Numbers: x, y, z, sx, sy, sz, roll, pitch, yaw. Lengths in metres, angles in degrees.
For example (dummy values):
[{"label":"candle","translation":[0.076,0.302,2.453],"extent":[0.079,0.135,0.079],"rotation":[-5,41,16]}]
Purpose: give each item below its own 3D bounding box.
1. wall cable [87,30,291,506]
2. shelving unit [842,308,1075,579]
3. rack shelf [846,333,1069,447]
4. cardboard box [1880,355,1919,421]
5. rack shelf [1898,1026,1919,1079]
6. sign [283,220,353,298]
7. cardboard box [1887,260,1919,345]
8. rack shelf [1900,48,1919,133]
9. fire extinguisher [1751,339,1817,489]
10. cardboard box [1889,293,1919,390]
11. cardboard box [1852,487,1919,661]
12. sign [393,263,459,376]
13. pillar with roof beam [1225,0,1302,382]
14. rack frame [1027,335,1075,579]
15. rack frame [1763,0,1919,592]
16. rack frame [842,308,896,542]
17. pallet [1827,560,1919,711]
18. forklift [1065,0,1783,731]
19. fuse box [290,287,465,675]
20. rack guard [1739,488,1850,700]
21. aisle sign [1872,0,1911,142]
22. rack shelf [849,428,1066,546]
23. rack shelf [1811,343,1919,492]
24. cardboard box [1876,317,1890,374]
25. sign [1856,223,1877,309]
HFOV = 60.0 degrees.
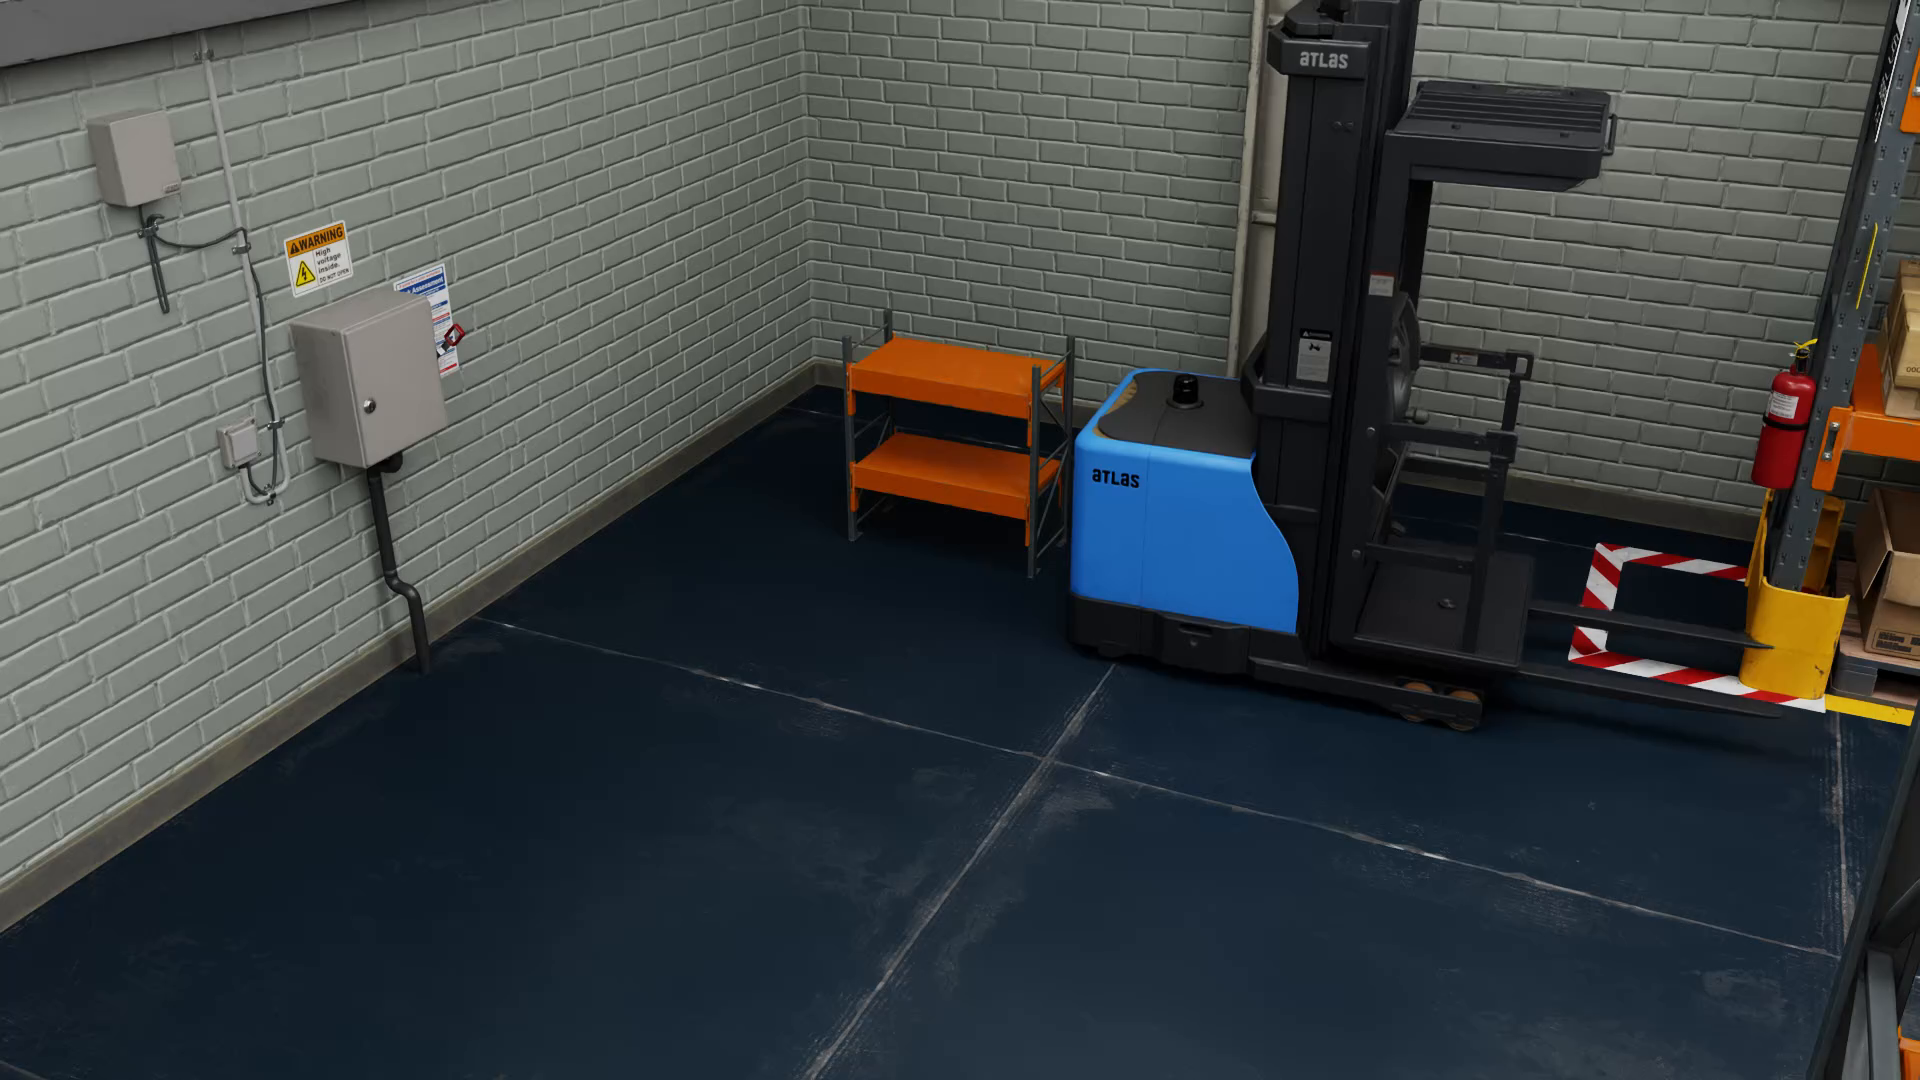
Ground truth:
[{"label":"wall cable","translation":[-2.810,-0.965,6.165],"extent":[0.122,1.984,0.588],"rotation":[11,28,22]},{"label":"shelving unit","translation":[-0.006,-0.506,8.504],"extent":[1.048,1.125,0.538],"rotation":[11,28,22]},{"label":"rack shelf","translation":[-0.006,-0.768,8.375],"extent":[1.000,0.278,0.538],"rotation":[11,28,22]},{"label":"cardboard box","translation":[3.993,-0.629,6.916],"extent":[0.250,0.149,0.380],"rotation":[11,28,21]},{"label":"rack shelf","translation":[3.577,1.773,2.568],"extent":[4.000,0.370,1.077],"rotation":[11,28,22]},{"label":"sign","translation":[-2.596,-1.141,6.737],"extent":[0.001,0.242,0.339],"rotation":[11,28,22]},{"label":"cardboard box","translation":[4.336,-1.001,7.220],"extent":[0.500,0.250,0.500],"rotation":[12,29,23]},{"label":"rack shelf","translation":[5.628,-1.570,5.961],"extent":[4.000,0.370,1.077],"rotation":[11,28,22]},{"label":"fire extinguisher","translation":[3.482,-0.551,6.984],"extent":[0.183,0.674,0.296],"rotation":[11,28,22]},{"label":"cardboard box","translation":[4.109,-0.787,6.786],"extent":[0.500,0.250,0.500],"rotation":[12,28,22]},{"label":"cardboard box","translation":[4.325,0.169,7.361],"extent":[0.637,0.503,0.797],"rotation":[10,28,20]},{"label":"sign","translation":[-2.368,-0.949,7.389],"extent":[0.001,0.494,0.329],"rotation":[11,28,22]},{"label":"pillar with roof beam","translation":[-0.056,-2.728,4.103],"extent":[0.400,9.000,9.100],"rotation":[11,28,22]},{"label":"rack frame","translation":[0.457,-0.413,8.315],"extent":[0.032,1.125,0.500],"rotation":[11,28,22]},{"label":"rack frame","translation":[3.807,-0.912,7.207],"extent":[0.127,3.000,1.000],"rotation":[11,28,22]},{"label":"rack frame","translation":[-0.469,-0.599,8.693],"extent":[0.032,1.125,0.500],"rotation":[11,28,22]},{"label":"pallet","translation":[4.602,0.498,7.499],"extent":[1.213,0.211,1.003],"rotation":[11,28,22]},{"label":"forklift","translation":[2.059,-0.768,6.992],"extent":[3.031,2.935,1.130],"rotation":[10,28,19]},{"label":"fuse box","translation":[-2.384,-0.177,7.173],"extent":[0.414,1.711,0.539],"rotation":[11,28,22]},{"label":"rack guard","translation":[3.876,0.223,7.731],"extent":[0.348,0.500,1.175],"rotation":[11,28,22]},{"label":"aisle sign","translation":[3.624,-1.973,6.418],"extent":[0.004,0.787,0.394],"rotation":[11,28,22]},{"label":"rack shelf","translation":[-0.006,-0.287,8.612],"extent":[1.000,0.278,0.538],"rotation":[11,28,22]},{"label":"rack shelf","translation":[5.628,-0.224,6.623],"extent":[4.000,0.370,1.077],"rotation":[11,28,22]},{"label":"cardboard box","translation":[4.220,-0.847,7.359],"extent":[0.250,0.149,0.380],"rotation":[11,28,21]},{"label":"sign","translation":[3.583,-1.082,6.572],"extent":[0.005,0.325,0.100],"rotation":[11,28,22]}]
